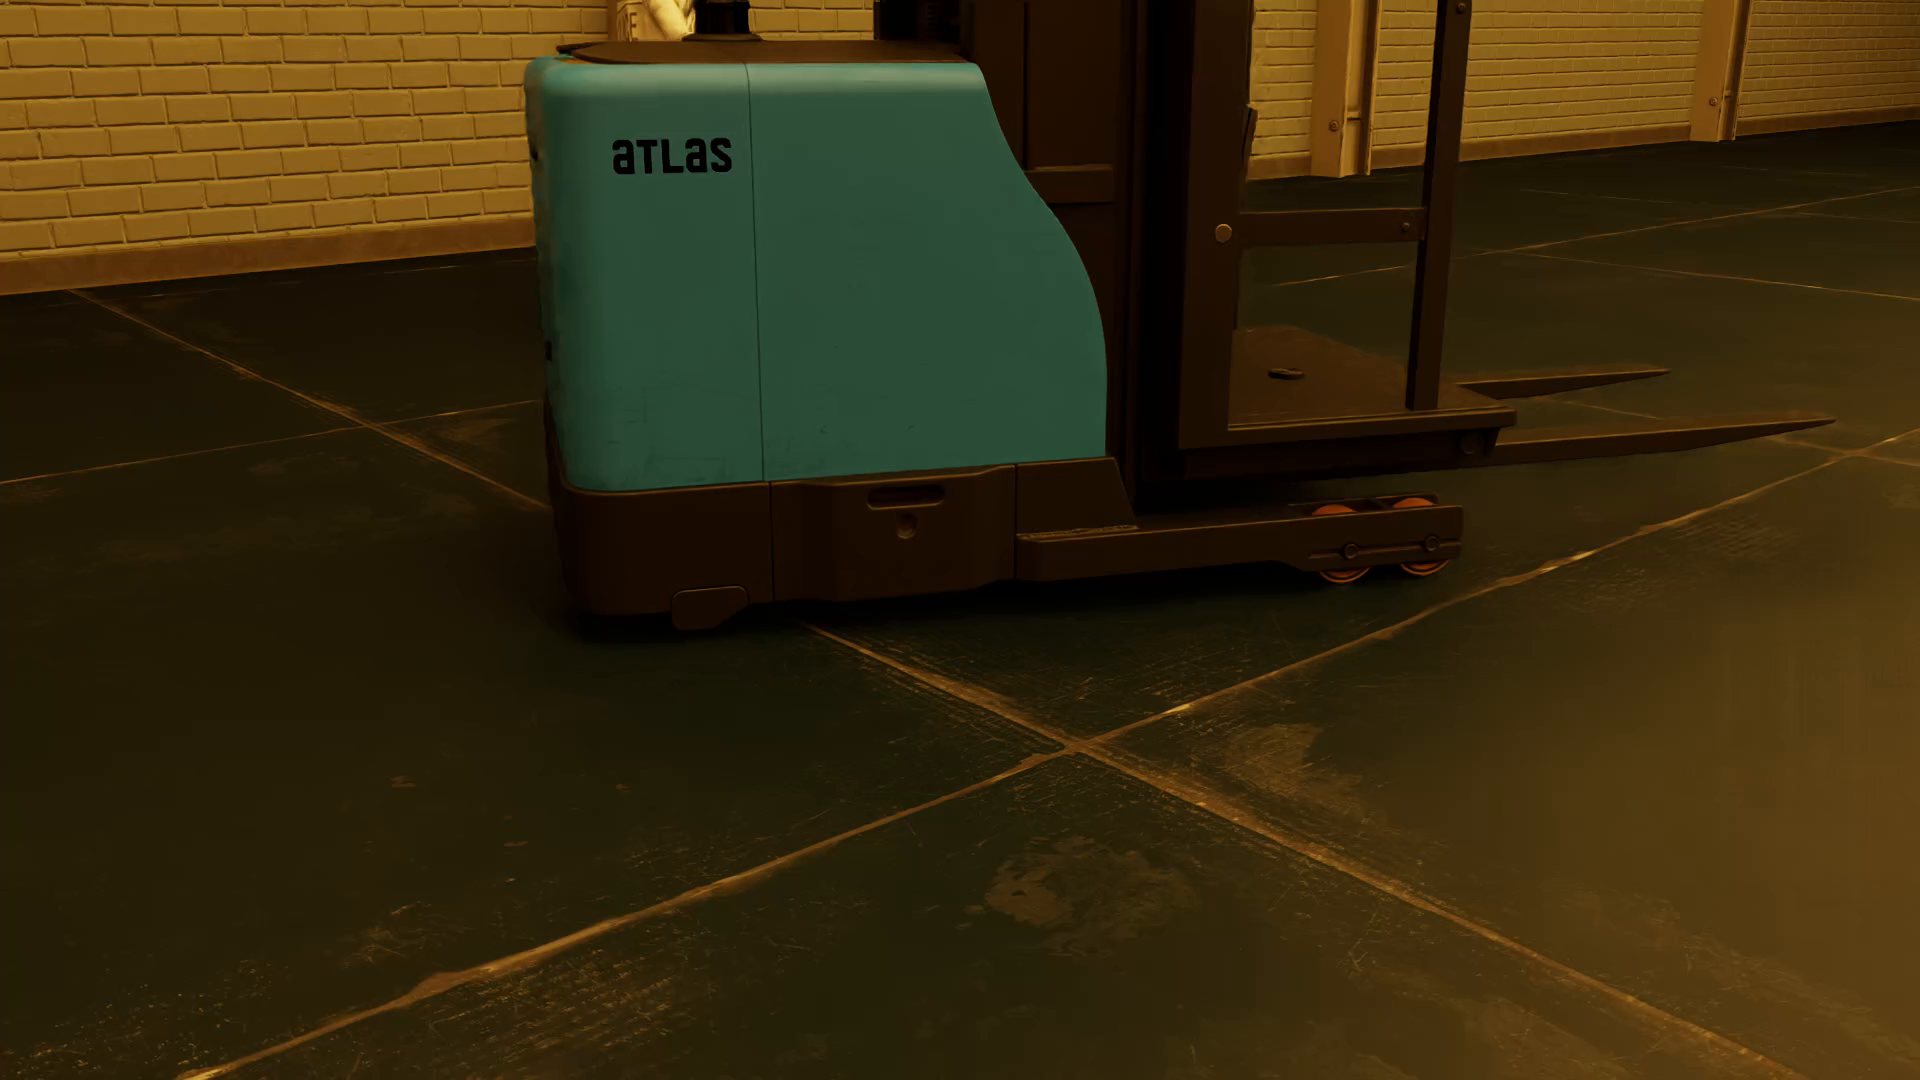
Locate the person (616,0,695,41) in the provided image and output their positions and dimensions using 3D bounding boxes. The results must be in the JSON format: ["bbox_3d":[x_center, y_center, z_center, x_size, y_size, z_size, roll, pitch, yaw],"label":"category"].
[{"bbox_3d":[-1.117,-1.645,6.431,0.484,1.628,0.720,-12,21,-33],"label":"person"}]

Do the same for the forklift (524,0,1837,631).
[{"bbox_3d":[0.588,-1.453,3.583,3.031,2.935,1.130,-5,18,-15],"label":"forklift"}]
